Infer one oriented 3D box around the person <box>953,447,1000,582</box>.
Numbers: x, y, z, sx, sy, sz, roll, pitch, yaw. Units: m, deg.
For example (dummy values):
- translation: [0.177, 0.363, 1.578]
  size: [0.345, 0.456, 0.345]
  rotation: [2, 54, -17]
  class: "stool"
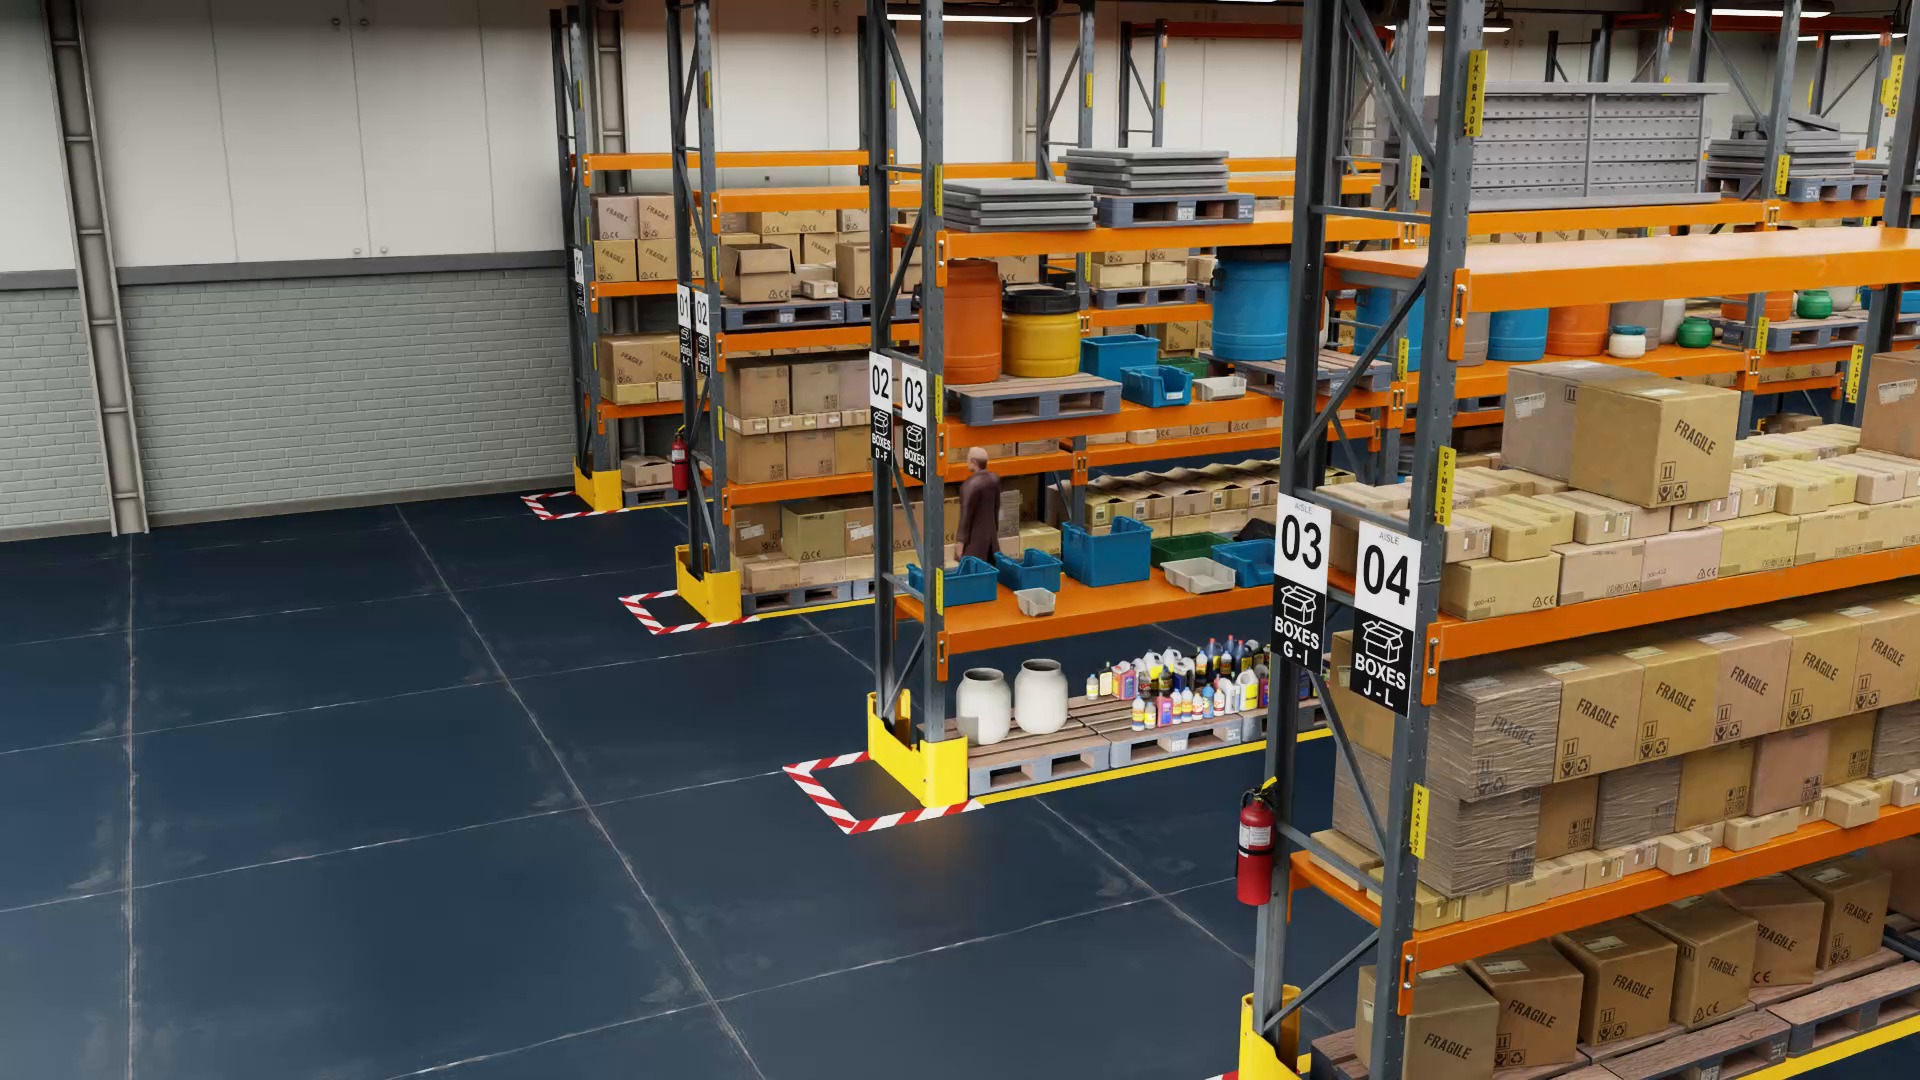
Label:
- translation: [0.168, -0.015, 16.011]
  size: [0.419, 1.796, 0.609]
  rotation: [10, 18, 32]
  class: "person"
